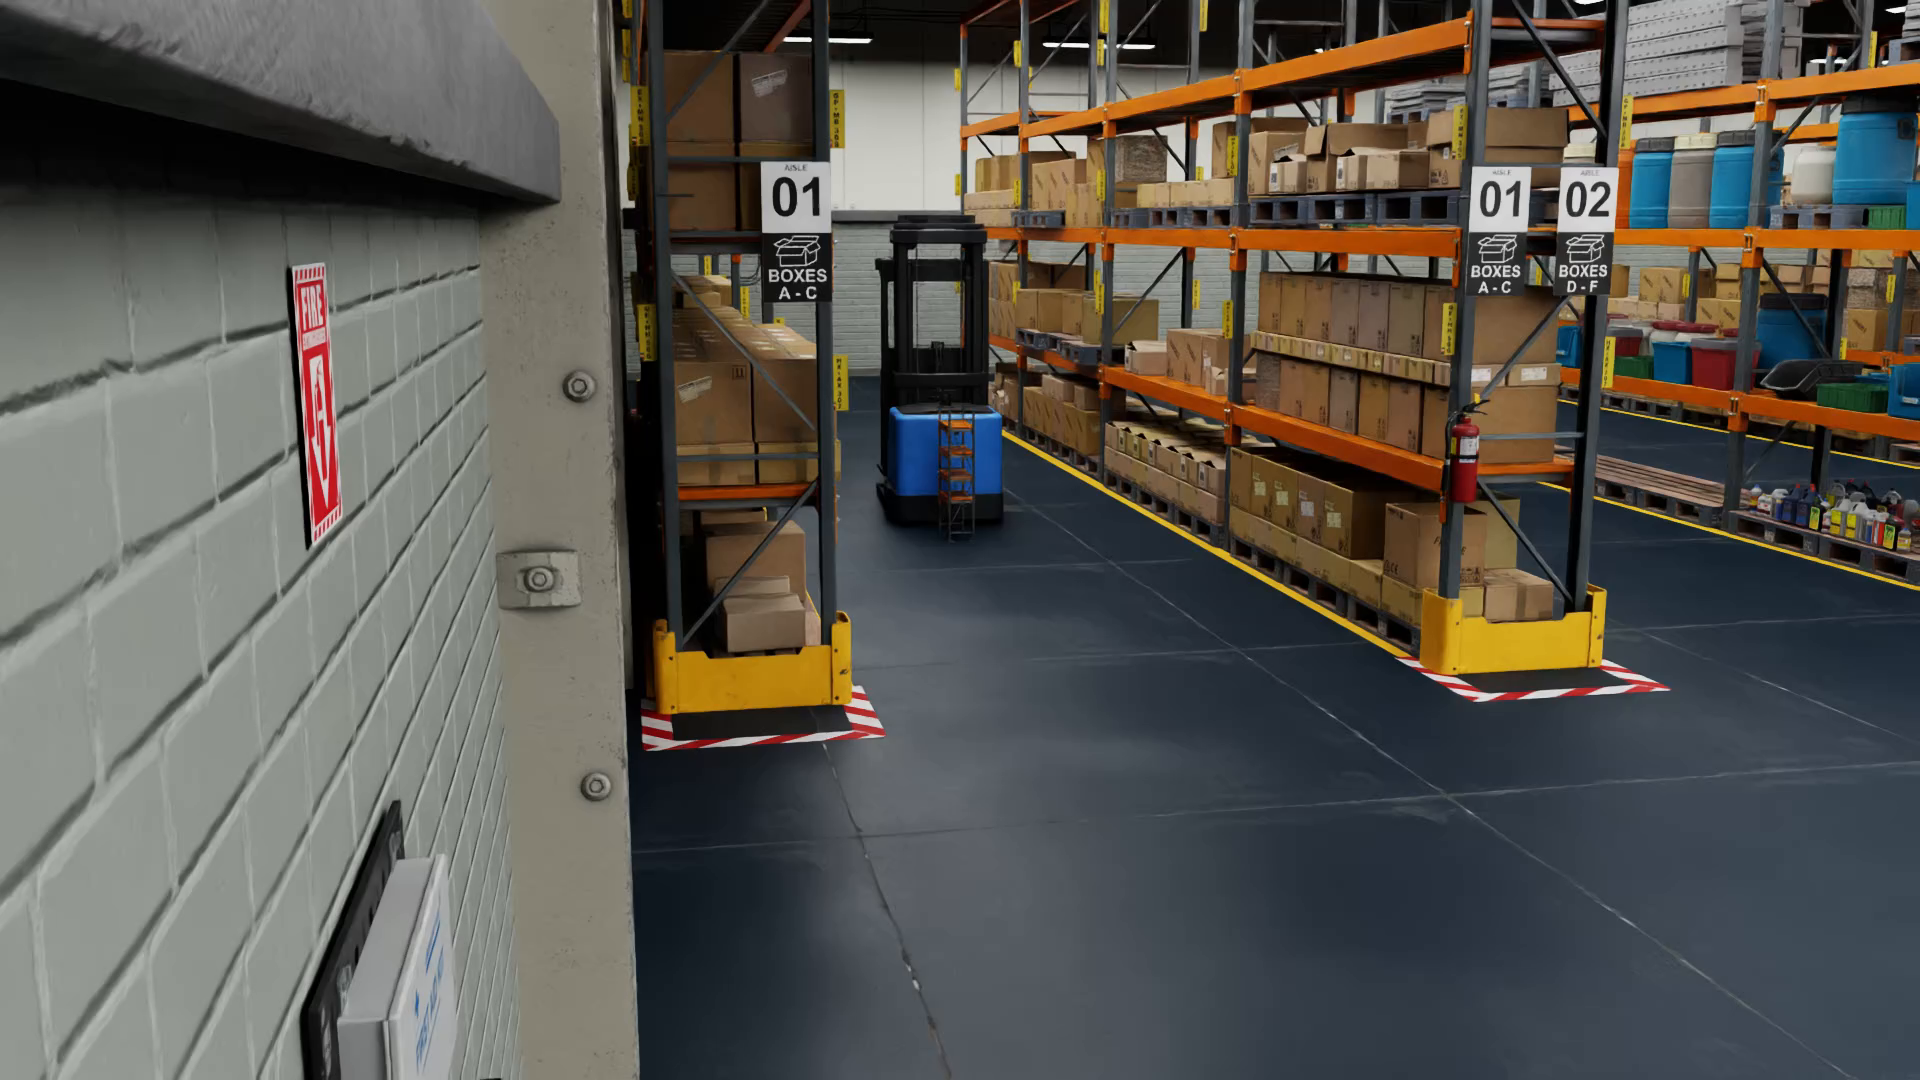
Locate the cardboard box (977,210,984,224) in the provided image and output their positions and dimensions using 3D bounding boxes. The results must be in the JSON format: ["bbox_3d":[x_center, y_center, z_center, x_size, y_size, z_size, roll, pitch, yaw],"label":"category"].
[{"bbox_3d":[0.541,-4.707,24.338,0.500,0.250,0.500,-2,11,-11],"label":"cardboard box"}]

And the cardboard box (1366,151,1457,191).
[{"bbox_3d":[3.137,-2.537,11.436,0.500,0.250,0.500,-2,11,-11],"label":"cardboard box"}]

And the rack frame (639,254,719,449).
[{"bbox_3d":[-3.573,-2.680,21.309,1.000,3.000,0.127,-2,11,-11],"label":"rack frame"}]

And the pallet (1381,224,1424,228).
[{"bbox_3d":[6.393,-4.281,22.202,1.213,0.211,1.003,-2,11,-11],"label":"pallet"}]

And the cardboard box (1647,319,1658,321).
[{"bbox_3d":[10.523,-3.235,24.898,0.380,0.149,0.250,-2,11,-12],"label":"cardboard box"}]

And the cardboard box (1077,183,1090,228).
[{"bbox_3d":[1.846,-3.822,19.020,0.910,0.500,0.500,-2,11,-11],"label":"cardboard box"}]

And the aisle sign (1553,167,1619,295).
[{"bbox_3d":[3.933,-1.936,10.448,0.394,0.787,0.004,-2,11,-11],"label":"aisle sign"}]

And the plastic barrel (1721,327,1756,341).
[{"bbox_3d":[7.730,-1.823,16.444,0.433,0.535,0.433,0,11,0],"label":"plastic barrel"}]

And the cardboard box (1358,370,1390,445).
[{"bbox_3d":[3.343,-0.983,12.123,0.700,0.500,0.500,-2,11,-11],"label":"cardboard box"}]

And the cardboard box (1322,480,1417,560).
[{"bbox_3d":[3.014,-0.154,12.264,0.500,0.500,0.500,-2,11,-11],"label":"cardboard box"}]

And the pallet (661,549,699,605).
[{"bbox_3d":[-1.852,0.279,13.220,1.003,0.211,1.213,-2,11,-11],"label":"pallet"}]

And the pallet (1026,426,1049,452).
[{"bbox_3d":[1.481,-1.343,21.743,1.003,0.211,1.213,-2,11,-11],"label":"pallet"}]

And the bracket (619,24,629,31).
[{"bbox_3d":[-5.918,-9.117,29.454,0.235,0.232,0.430,-2,11,-11],"label":"bracket"}]

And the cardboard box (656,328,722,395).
[{"bbox_3d":[-2.034,-1.329,12.550,0.500,0.500,0.500,-2,11,-11],"label":"cardboard box"}]

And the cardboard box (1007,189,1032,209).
[{"bbox_3d":[0.925,-4.586,22.363,0.500,0.250,0.500,-2,11,-11],"label":"cardboard box"}]

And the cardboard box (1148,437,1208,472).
[{"bbox_3d":[2.185,-0.868,16.517,0.500,0.311,0.500,-2,11,-12],"label":"cardboard box"}]

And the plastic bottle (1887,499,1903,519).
[{"bbox_3d":[8.132,-0.219,14.466,0.061,0.283,0.133,-2,11,-11],"label":"plastic bottle"}]

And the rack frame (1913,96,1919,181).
[{"bbox_3d":[11.781,-5.434,19.733,1.000,3.000,0.127,-2,11,-11],"label":"rack frame"}]

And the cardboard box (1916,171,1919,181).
[{"bbox_3d":[11.592,-4.327,20.538,0.797,0.503,0.637,-1,11,-8],"label":"cardboard box"}]

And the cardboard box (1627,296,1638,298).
[{"bbox_3d":[10.777,-3.761,26.593,0.500,0.250,0.500,-3,11,-13],"label":"cardboard box"}]

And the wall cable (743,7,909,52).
[{"bbox_3d":[-2.447,-8.465,30.456,3.097,2.526,0.112,-2,11,-11],"label":"wall cable"}]

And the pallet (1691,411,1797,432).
[{"bbox_3d":[11.227,-1.712,23.680,1.003,0.211,1.213,-2,11,-11],"label":"pallet"}]

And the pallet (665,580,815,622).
[{"bbox_3d":[-1.611,0.503,12.042,1.003,0.211,1.213,-2,11,-11],"label":"pallet"}]

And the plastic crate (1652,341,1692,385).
[{"bbox_3d":[7.181,-1.756,16.498,0.392,0.384,0.575,-2,11,-11],"label":"plastic crate"}]

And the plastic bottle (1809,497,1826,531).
[{"bbox_3d":[7.479,-0.225,14.500,0.061,0.283,0.133,-2,11,-8],"label":"plastic bottle"}]

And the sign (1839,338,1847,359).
[{"bbox_3d":[8.243,-1.727,15.562,0.100,0.325,0.005,-2,11,-11],"label":"sign"}]

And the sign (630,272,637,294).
[{"bbox_3d":[-4.896,-3.859,24.975,0.100,0.325,0.005,-2,11,-11],"label":"sign"}]

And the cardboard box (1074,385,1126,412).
[{"bbox_3d":[1.636,-1.657,19.437,0.500,0.250,0.500,-2,11,-9],"label":"cardboard box"}]

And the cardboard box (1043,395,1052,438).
[{"bbox_3d":[1.345,-1.562,20.944,0.500,0.500,0.500,-2,11,-10],"label":"cardboard box"}]

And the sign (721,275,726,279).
[{"bbox_3d":[-3.043,-3.232,21.321,0.100,0.325,0.005,-2,11,-11],"label":"sign"}]

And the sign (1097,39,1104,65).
[{"bbox_3d":[1.829,-6.366,21.708,0.100,0.325,0.005,-2,11,-11],"label":"sign"}]

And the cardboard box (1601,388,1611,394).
[{"bbox_3d":[10.605,-2.835,26.684,0.875,0.875,0.875,-2,11,-11],"label":"cardboard box"}]

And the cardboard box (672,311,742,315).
[{"bbox_3d":[-2.430,-1.898,15.757,0.700,0.500,0.500,-2,11,-11],"label":"cardboard box"}]

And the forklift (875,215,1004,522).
[{"bbox_3d":[-0.287,-1.846,17.111,1.130,2.935,3.031,-1,11,-7],"label":"forklift"}]

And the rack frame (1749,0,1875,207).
[{"bbox_3d":[7.701,-4.520,14.932,1.000,3.000,0.127,-2,11,-11],"label":"rack frame"}]

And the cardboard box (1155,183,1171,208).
[{"bbox_3d":[2.327,-3.557,17.171,0.500,0.250,0.500,-2,11,-9],"label":"cardboard box"}]

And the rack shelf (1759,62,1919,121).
[{"bbox_3d":[8.090,-3.604,13.110,1.077,0.370,4.000,-2,11,-11],"label":"rack shelf"}]

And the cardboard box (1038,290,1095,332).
[{"bbox_3d":[1.354,-2.898,21.061,0.700,0.500,0.500,0,11,-2],"label":"cardboard box"}]

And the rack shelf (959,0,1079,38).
[{"bbox_3d":[0.896,-7.454,23.382,1.077,0.370,4.000,-2,11,-11],"label":"rack shelf"}]

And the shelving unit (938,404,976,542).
[{"bbox_3d":[-0.032,-0.620,15.297,0.258,1.200,0.503,-2,11,-11],"label":"shelving unit"}]

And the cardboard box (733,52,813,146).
[{"bbox_3d":[-1.076,-2.582,9.778,0.500,0.500,0.500,-3,11,-15],"label":"cardboard box"}]

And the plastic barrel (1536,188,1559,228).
[{"bbox_3d":[6.683,-3.767,18.699,0.421,0.512,0.421,0,11,0],"label":"plastic barrel"}]

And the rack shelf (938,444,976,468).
[{"bbox_3d":[-0.032,-0.773,15.268,0.258,0.148,0.480,-2,11,-11],"label":"rack shelf"}]

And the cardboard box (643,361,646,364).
[{"bbox_3d":[-3.371,-2.068,18.711,0.380,0.149,0.250,-2,11,-13],"label":"cardboard box"}]

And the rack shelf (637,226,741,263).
[{"bbox_3d":[-2.406,-2.700,15.314,1.077,0.370,4.000,-2,11,-11],"label":"rack shelf"}]

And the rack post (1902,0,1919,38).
[{"bbox_3d":[8.071,-4.104,12.946,0.937,0.300,0.954,-2,11,-12],"label":"rack post"}]

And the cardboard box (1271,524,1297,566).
[{"bbox_3d":[2.819,0.031,13.298,0.500,0.250,0.500,-2,11,-11],"label":"cardboard box"}]

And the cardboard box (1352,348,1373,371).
[{"bbox_3d":[3.105,-1.328,12.205,0.380,0.149,0.250,-2,11,-9],"label":"cardboard box"}]

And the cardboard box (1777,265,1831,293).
[{"bbox_3d":[11.394,-3.406,22.172,0.797,0.503,0.637,-2,11,-9],"label":"cardboard box"}]

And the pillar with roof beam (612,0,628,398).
[{"bbox_3d":[-1.502,-6.981,27.861,9.100,9.000,0.548,-2,11,-11],"label":"pillar with roof beam"}]

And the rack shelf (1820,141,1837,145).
[{"bbox_3d":[15.499,-6.341,26.432,1.077,0.370,4.000,-2,11,-11],"label":"rack shelf"}]

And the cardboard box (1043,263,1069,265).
[{"bbox_3d":[1.369,-3.593,23.161,0.500,0.500,0.500,-2,11,-13],"label":"cardboard box"}]

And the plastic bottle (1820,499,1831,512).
[{"bbox_3d":[7.553,-0.226,14.533,0.097,0.271,0.097,0,11,0],"label":"plastic bottle"}]

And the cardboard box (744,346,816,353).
[{"bbox_3d":[-1.123,-0.973,10.683,0.500,0.500,0.500,-2,11,-11],"label":"cardboard box"}]

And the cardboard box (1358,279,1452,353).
[{"bbox_3d":[3.324,-1.631,12.060,0.700,0.500,0.500,-2,11,-11],"label":"cardboard box"}]
